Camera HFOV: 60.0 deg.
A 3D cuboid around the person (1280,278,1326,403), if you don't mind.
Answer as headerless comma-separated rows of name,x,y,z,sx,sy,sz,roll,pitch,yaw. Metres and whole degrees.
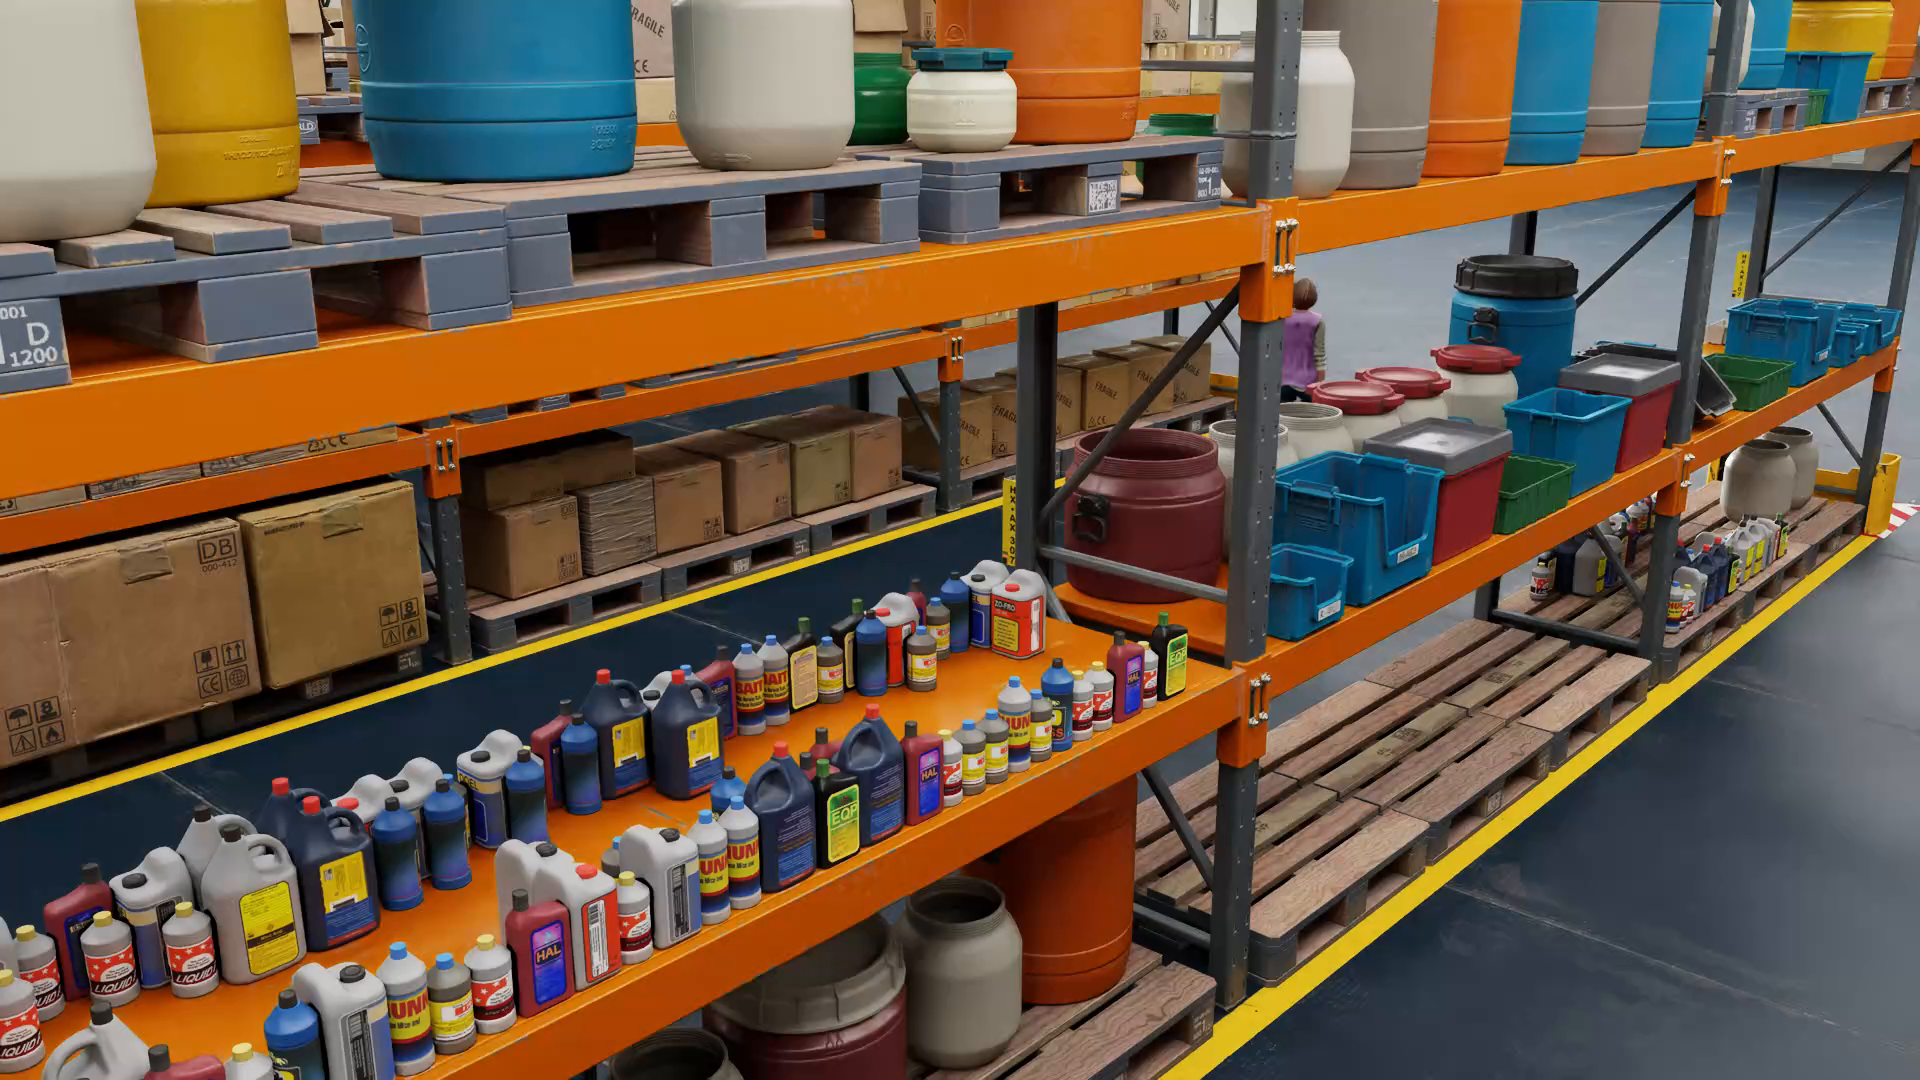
person,2.486,-1.118,12.193,0.454,1.628,0.667,7,19,22
